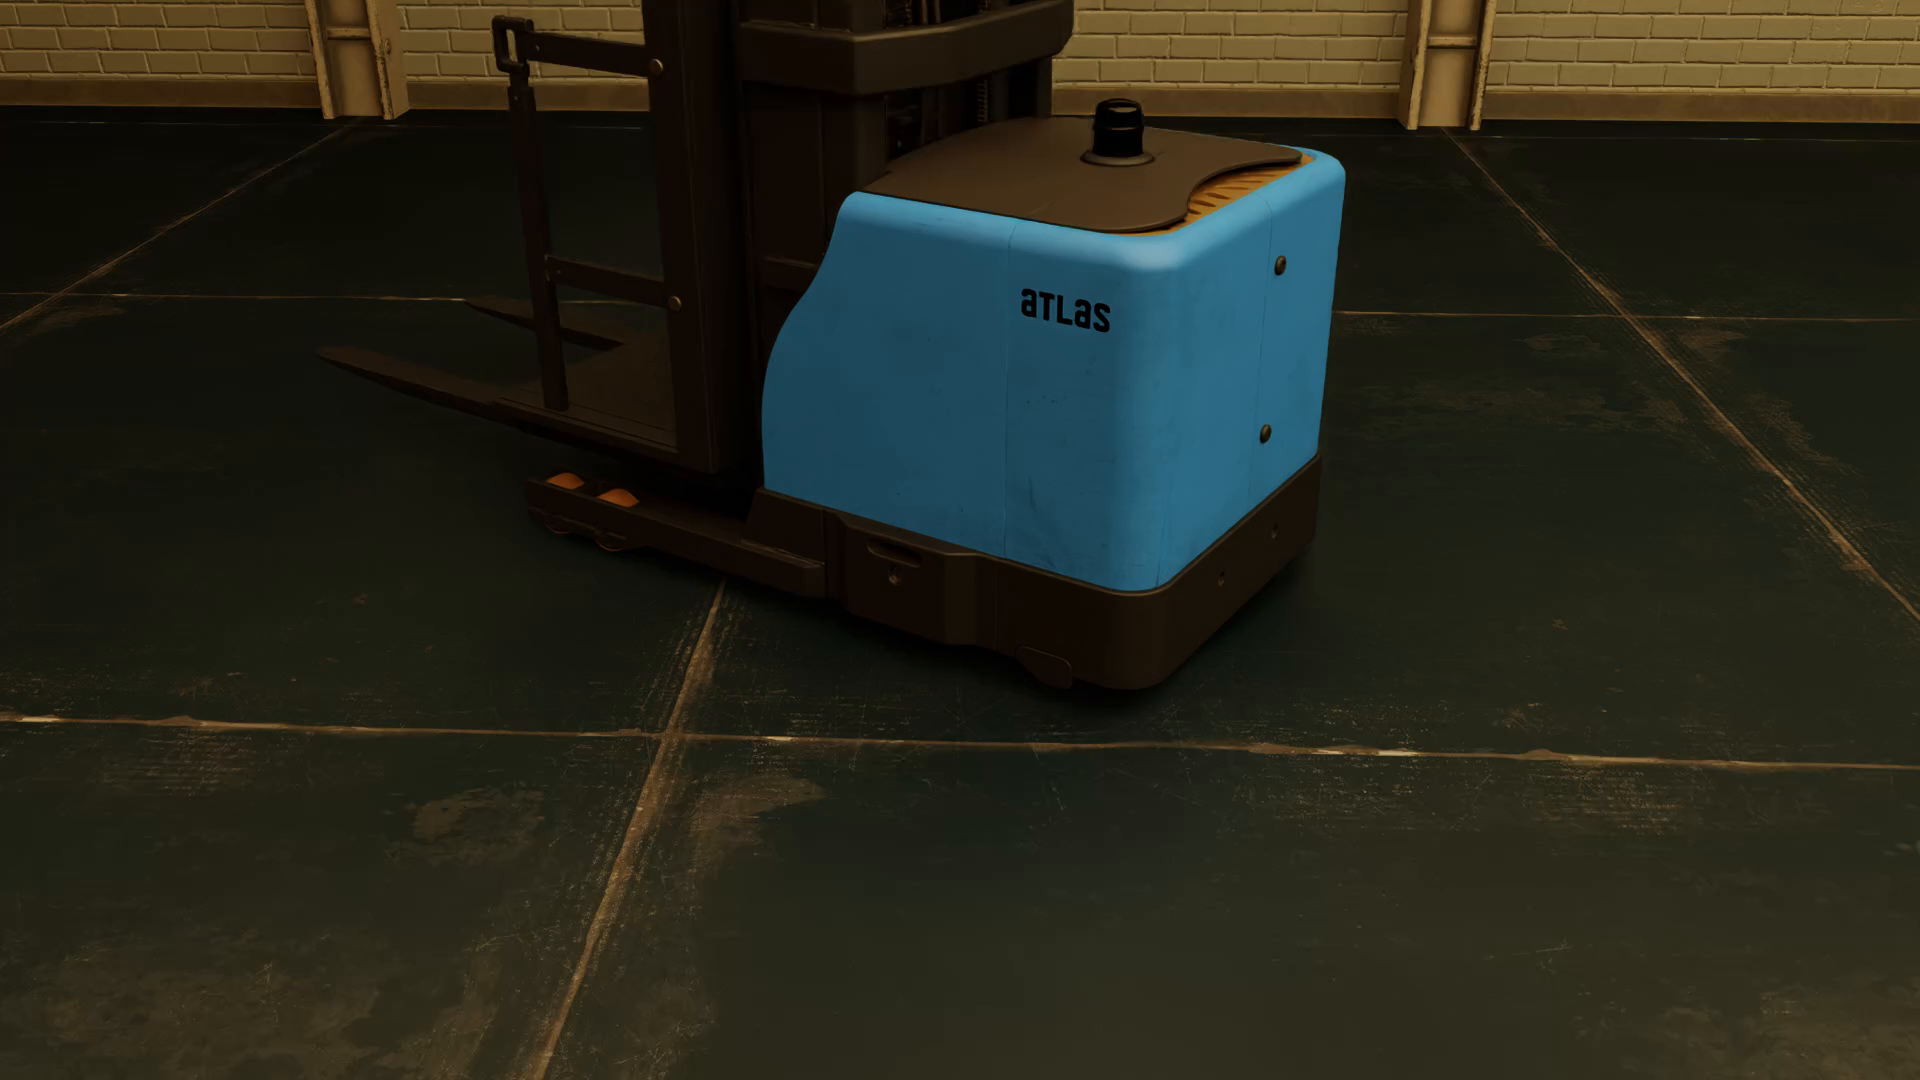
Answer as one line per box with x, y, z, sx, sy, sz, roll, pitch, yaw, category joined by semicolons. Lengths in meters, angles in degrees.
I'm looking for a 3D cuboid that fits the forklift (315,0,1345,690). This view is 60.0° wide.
-0.577;-1.460;4.168;3.031;2.935;1.130;16;31;29;forklift
